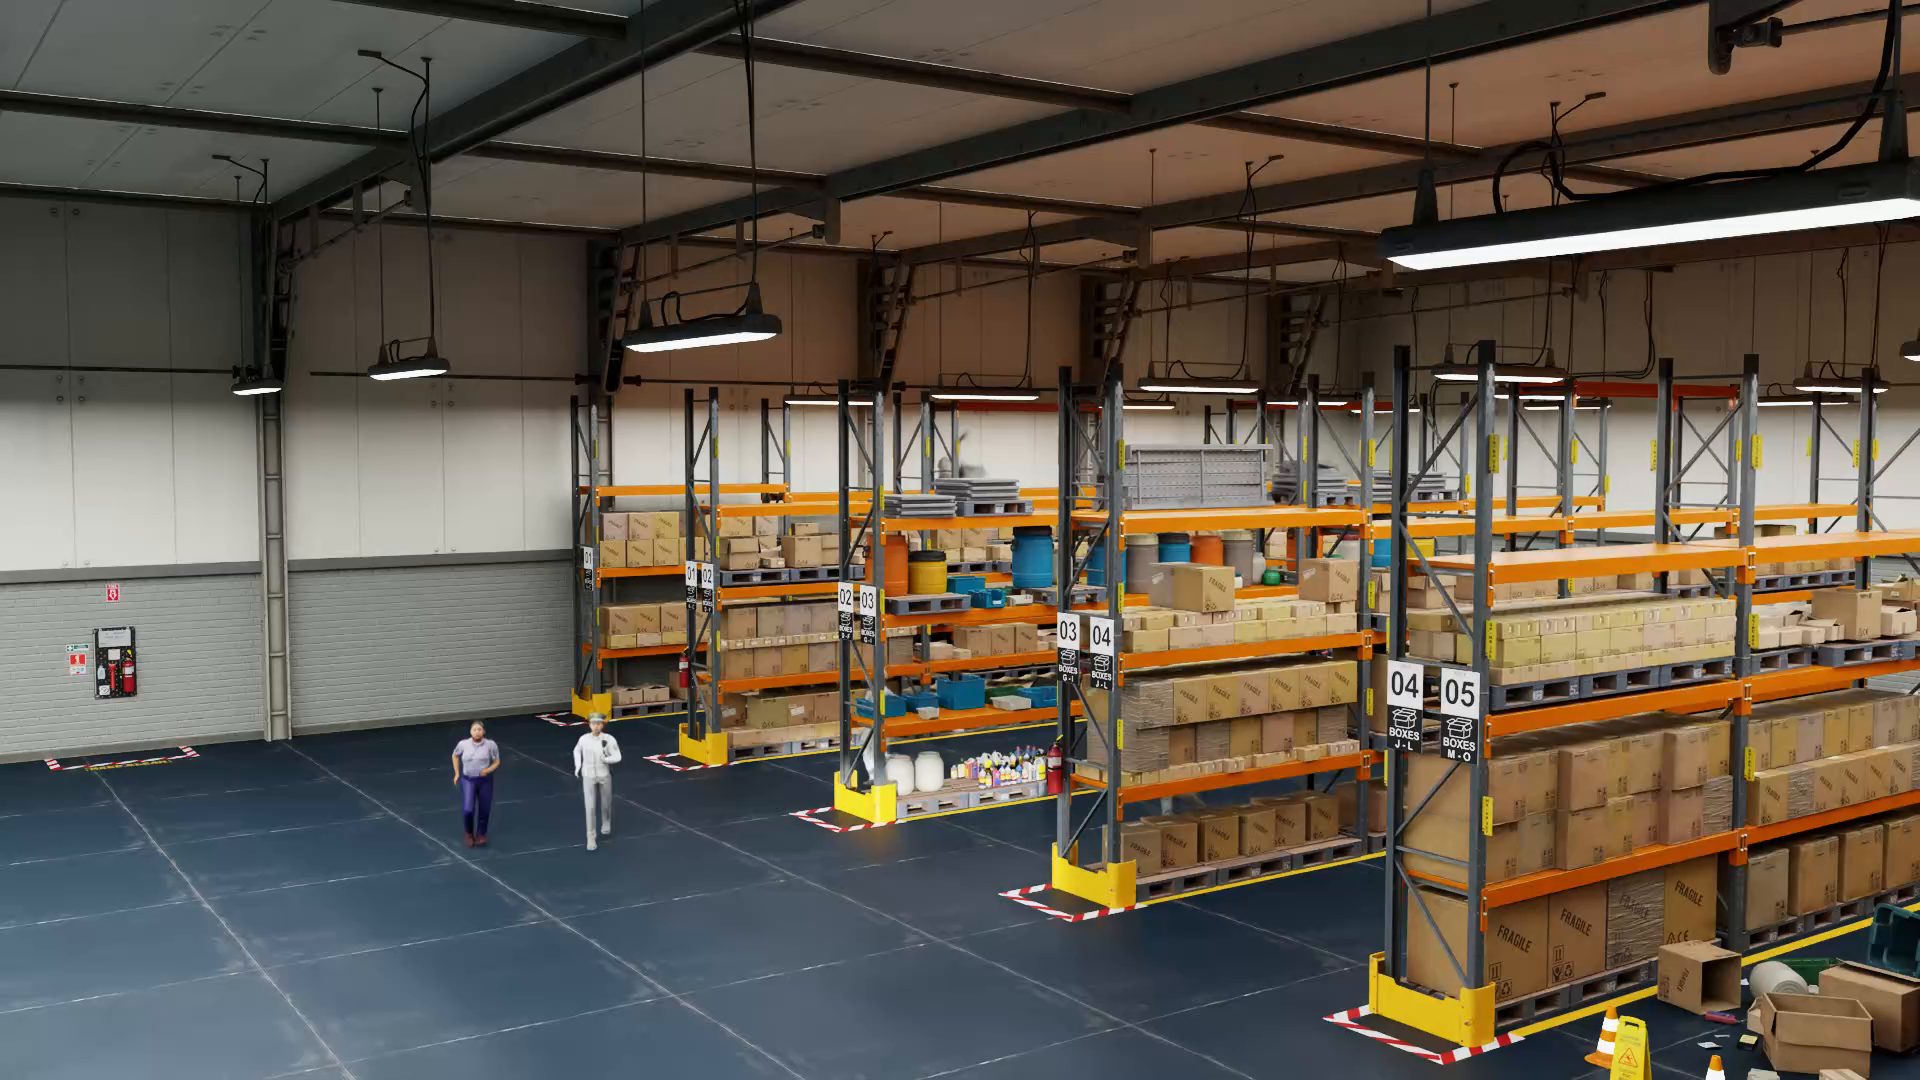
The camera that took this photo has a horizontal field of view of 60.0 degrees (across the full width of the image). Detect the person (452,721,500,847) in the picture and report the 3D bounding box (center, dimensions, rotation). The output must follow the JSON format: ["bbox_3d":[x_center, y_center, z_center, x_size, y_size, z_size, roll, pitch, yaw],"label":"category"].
[{"bbox_3d":[-6.103,3.083,21.001,0.576,1.614,0.721,-1,4,-18],"label":"person"}]

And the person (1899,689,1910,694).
[{"bbox_3d":[12.872,2.920,22.636,0.775,1.803,0.678,-2,4,-36],"label":"person"}]

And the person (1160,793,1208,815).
[{"bbox_3d":[2.873,2.950,21.938,0.821,1.778,0.667,-3,4,-39],"label":"person"}]

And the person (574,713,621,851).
[{"bbox_3d":[-4.621,3.022,21.183,0.613,1.678,0.941,0,3,-8],"label":"person"}]

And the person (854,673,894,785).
[{"bbox_3d":[-1.237,2.796,24.909,0.621,1.736,0.653,-3,5,-44],"label":"person"}]
